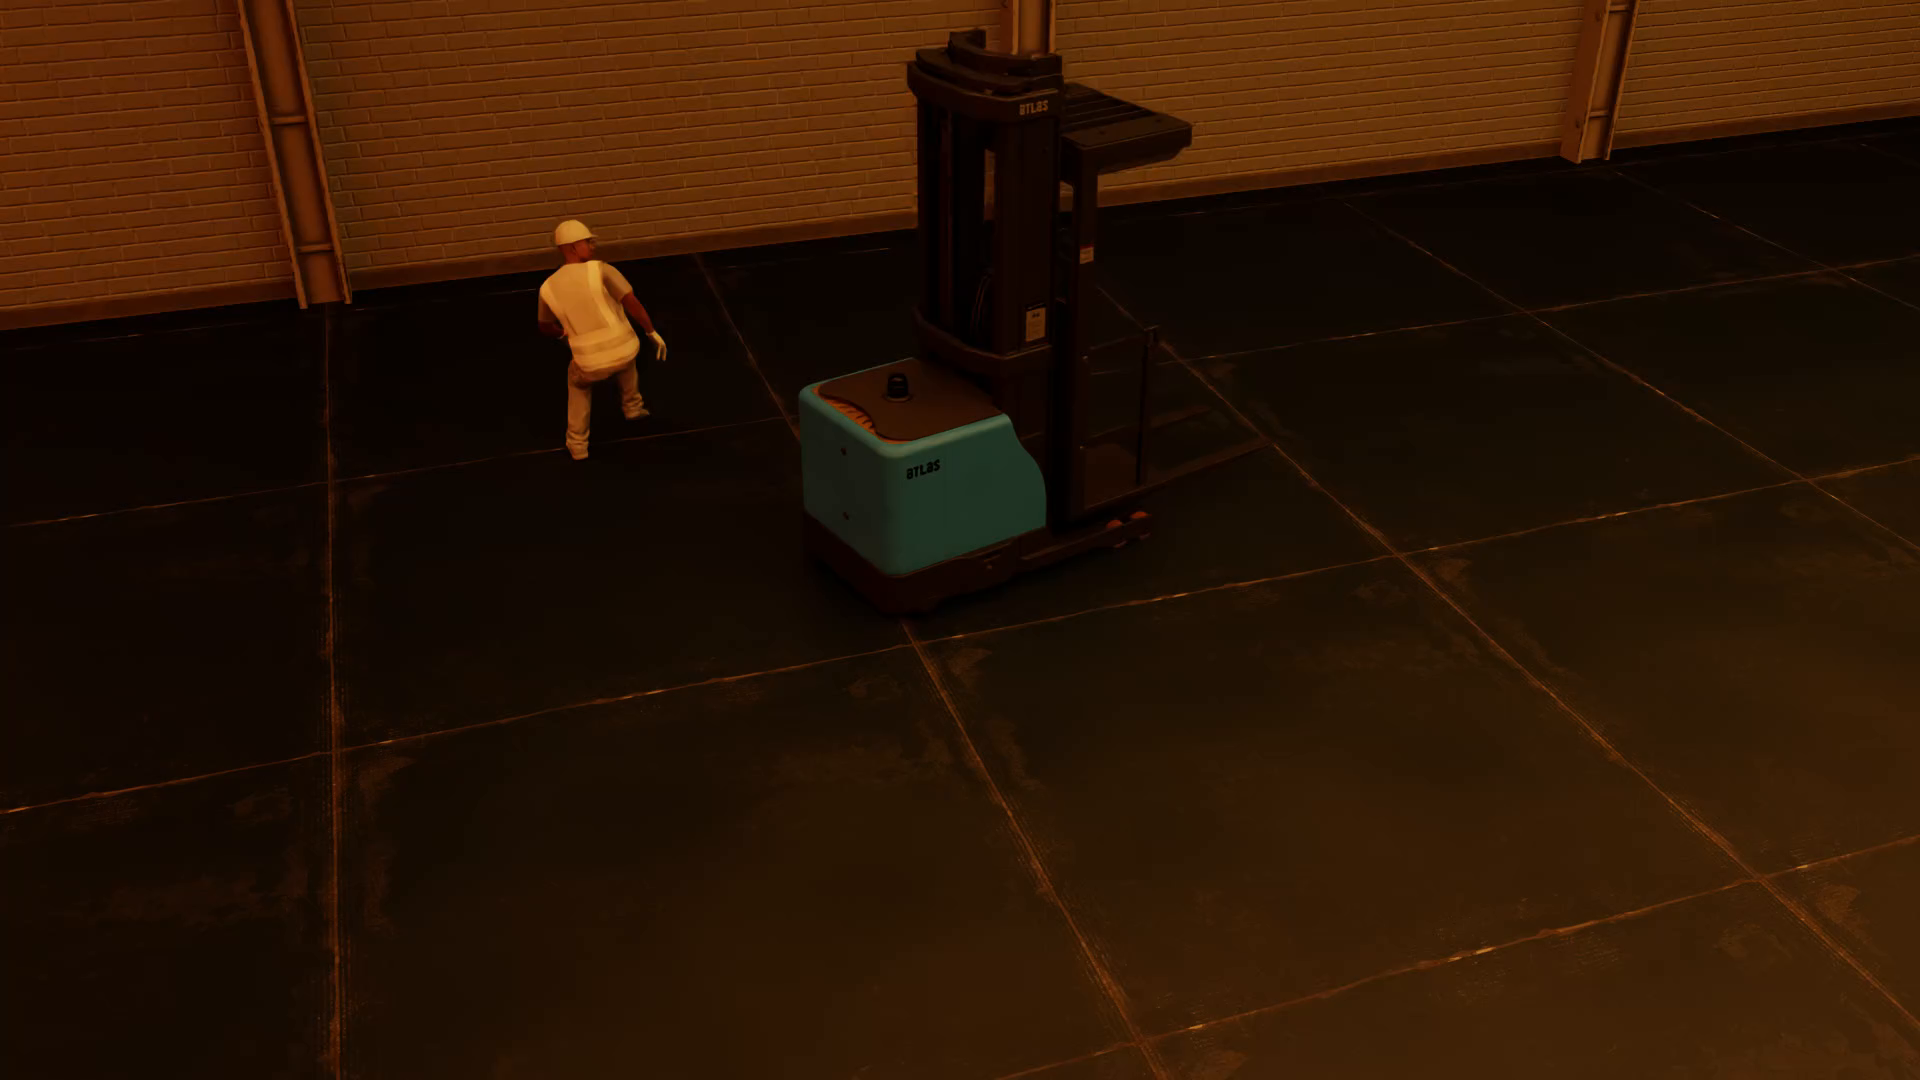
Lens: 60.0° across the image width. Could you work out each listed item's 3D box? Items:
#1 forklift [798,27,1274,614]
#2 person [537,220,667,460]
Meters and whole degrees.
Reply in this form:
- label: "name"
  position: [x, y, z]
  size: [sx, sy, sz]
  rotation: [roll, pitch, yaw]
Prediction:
- label: "forklift"
  position: [0.579, -1.420, 9.556]
  size: [3.031, 2.935, 1.130]
  rotation: [-19, 35, -29]
- label: "person"
  position: [-2.318, -1.322, 10.813]
  size: [0.810, 1.547, 0.747]
  rotation: [-5, 30, -8]
